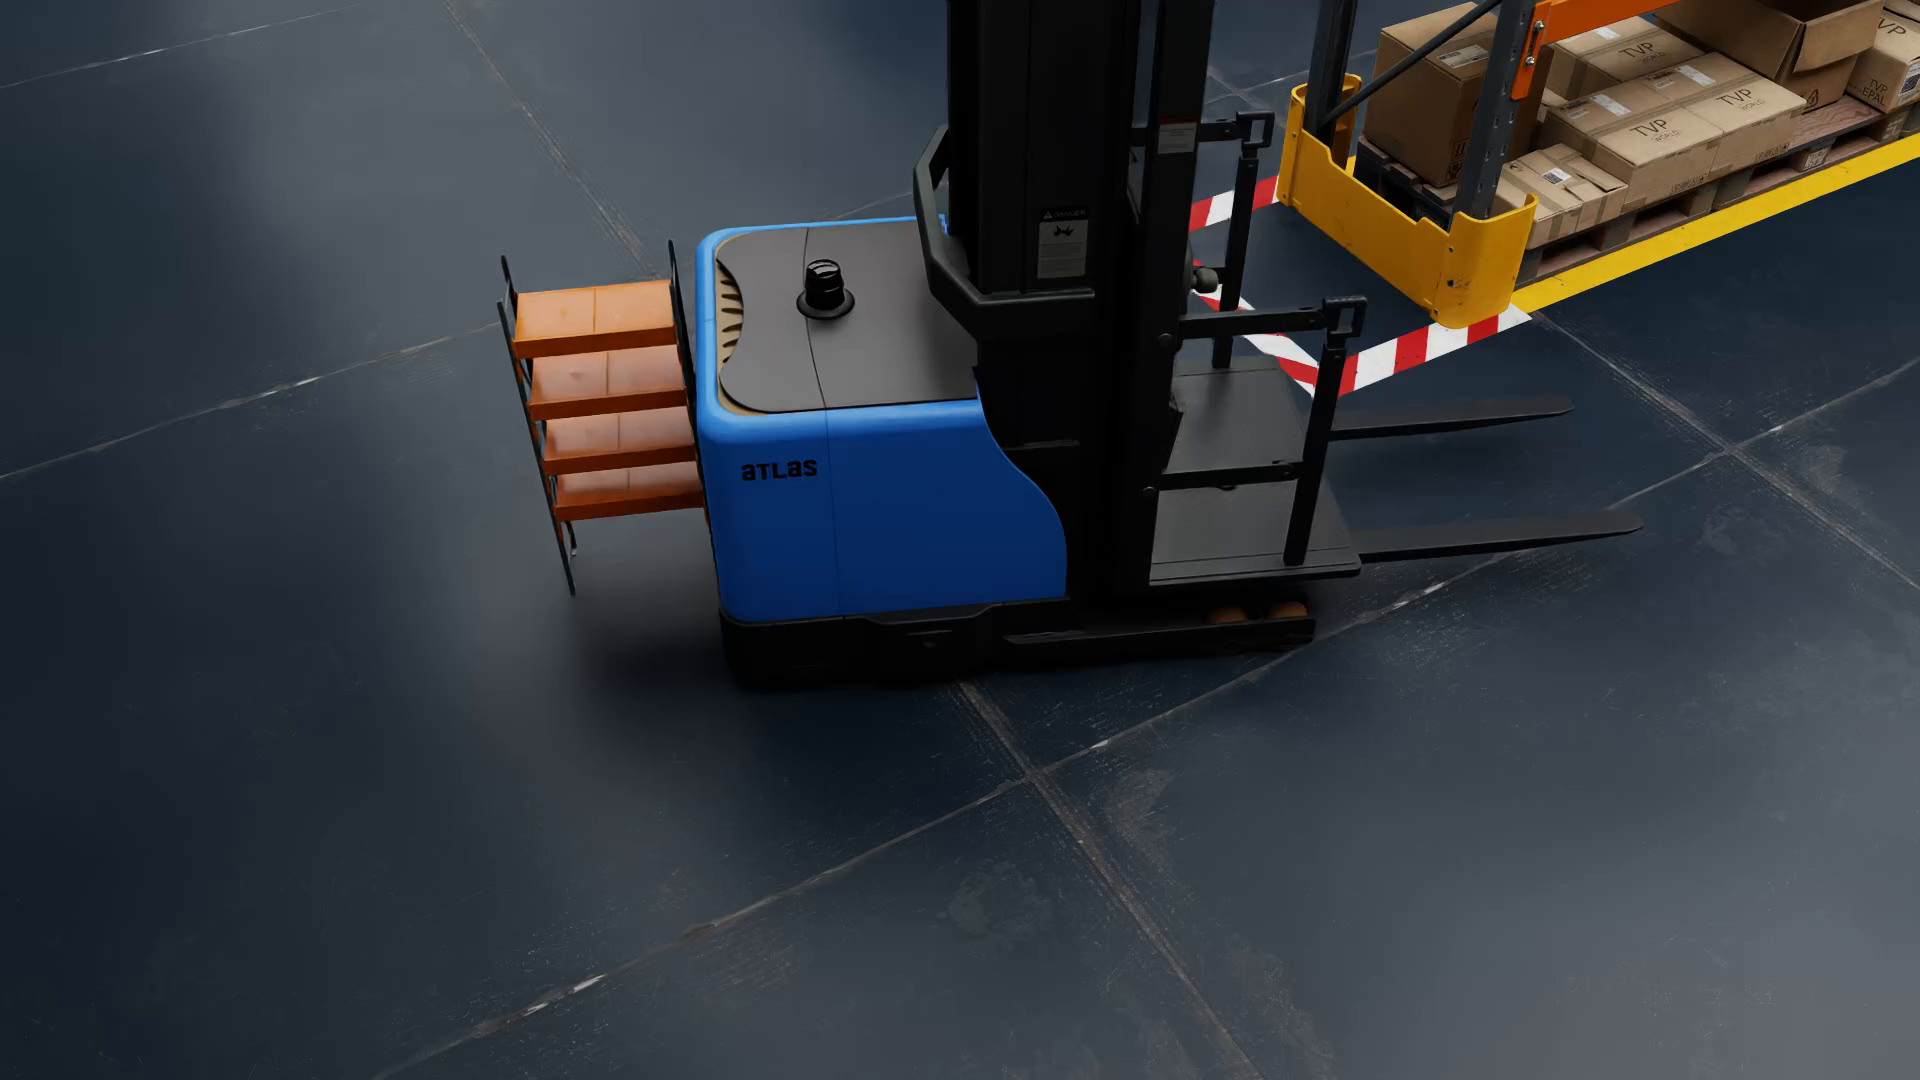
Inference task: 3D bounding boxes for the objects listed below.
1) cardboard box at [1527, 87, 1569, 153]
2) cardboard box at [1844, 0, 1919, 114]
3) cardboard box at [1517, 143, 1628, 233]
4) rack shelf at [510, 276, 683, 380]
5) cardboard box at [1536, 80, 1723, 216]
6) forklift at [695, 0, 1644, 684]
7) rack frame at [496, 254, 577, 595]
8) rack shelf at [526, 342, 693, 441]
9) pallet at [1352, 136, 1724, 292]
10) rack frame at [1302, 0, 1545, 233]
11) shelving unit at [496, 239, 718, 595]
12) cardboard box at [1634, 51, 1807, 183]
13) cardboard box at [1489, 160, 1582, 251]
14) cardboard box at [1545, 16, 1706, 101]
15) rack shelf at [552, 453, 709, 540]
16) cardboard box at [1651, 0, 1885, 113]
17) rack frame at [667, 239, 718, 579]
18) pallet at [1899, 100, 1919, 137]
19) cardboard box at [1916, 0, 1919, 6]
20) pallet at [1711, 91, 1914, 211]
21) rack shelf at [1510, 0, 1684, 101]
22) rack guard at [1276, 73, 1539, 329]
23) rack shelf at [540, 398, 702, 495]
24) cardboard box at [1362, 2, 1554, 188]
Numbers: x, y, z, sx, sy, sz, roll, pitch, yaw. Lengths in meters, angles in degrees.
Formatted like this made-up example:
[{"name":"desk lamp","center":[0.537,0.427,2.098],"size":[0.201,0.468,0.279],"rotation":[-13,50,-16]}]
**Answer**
[{"name":"cardboard box","center":[2.483,-1.849,7.220],"size":[0.250,0.166,0.380],"rotation":[-22,48,-21]},{"name":"cardboard box","center":[4.204,-2.236,7.515],"size":[0.500,0.311,0.500],"rotation":[-22,48,-21]},{"name":"cardboard box","center":[2.490,-1.450,6.808],"size":[0.250,0.166,0.380],"rotation":[-22,48,-21]},{"name":"rack shelf","center":[-1.083,-0.636,4.975],"size":[0.480,0.148,0.258],"rotation":[-6,44,-5]},{"name":"cardboard box","center":[2.785,-1.646,6.951],"size":[0.500,0.250,0.500],"rotation":[-22,48,-21]},{"name":"forklift","center":[0.714,-1.045,4.722],"size":[3.031,2.935,1.130],"rotation":[-5,44,-5]},{"name":"rack frame","center":[-1.319,-0.328,5.227],"size":[0.015,1.200,0.240],"rotation":[-6,44,-5]},{"name":"rack shelf","center":[-1.079,-0.467,5.140],"size":[0.480,0.148,0.258],"rotation":[-6,44,-5]},{"name":"pallet","center":[2.495,-1.587,7.234],"size":[1.213,0.211,1.003],"rotation":[-22,48,-21]},{"name":"rack frame","center":[1.739,-2.284,5.950],"size":[0.127,3.000,1.000],"rotation":[-22,48,-21]},{"name":"shelving unit","center":[-1.077,-0.355,5.249],"size":[0.503,1.200,0.258],"rotation":[-6,44,-5]},{"name":"cardboard box","center":[3.218,-1.819,7.129],"size":[0.500,0.250,0.500],"rotation":[-22,48,-21]},{"name":"cardboard box","center":[2.273,-1.357,6.725],"size":[0.250,0.149,0.380],"rotation":[-22,48,-21]},{"name":"cardboard box","center":[2.926,-2.104,7.423],"size":[0.500,0.250,0.500],"rotation":[-22,48,-21]},{"name":"rack shelf","center":[-1.073,-0.165,5.434],"size":[0.480,0.148,0.258],"rotation":[-6,44,-5]},{"name":"cardboard box","center":[3.580,-2.279,7.421],"size":[0.637,0.503,0.797],"rotation":[-22,48,-21]},{"name":"rack frame","center":[-0.836,-0.382,5.271],"size":[0.015,1.200,0.240],"rotation":[-6,44,-5]},{"name":"pallet","center":[4.611,-2.433,8.106],"size":[1.213,0.211,1.003],"rotation":[-22,48,-21]},{"name":"cardboard box","center":[4.854,-2.564,7.717],"size":[0.500,0.500,0.500],"rotation":[-22,48,-21]},{"name":"pallet","center":[3.552,-2.007,7.667],"size":[1.213,0.211,1.003],"rotation":[-22,48,-21]},{"name":"rack shelf","center":[3.473,-2.720,6.915],"size":[4.000,0.370,1.077],"rotation":[-22,48,-21]},{"name":"rack guard","center":[1.805,-1.413,6.847],"size":[0.348,0.500,1.175],"rotation":[-22,48,-21]},{"name":"rack shelf","center":[-1.076,-0.307,5.296],"size":[0.480,0.148,0.258],"rotation":[-6,44,-5]},{"name":"cardboard box","center":[2.087,-1.882,7.015],"size":[0.500,0.500,0.500],"rotation":[-22,48,-21]}]
